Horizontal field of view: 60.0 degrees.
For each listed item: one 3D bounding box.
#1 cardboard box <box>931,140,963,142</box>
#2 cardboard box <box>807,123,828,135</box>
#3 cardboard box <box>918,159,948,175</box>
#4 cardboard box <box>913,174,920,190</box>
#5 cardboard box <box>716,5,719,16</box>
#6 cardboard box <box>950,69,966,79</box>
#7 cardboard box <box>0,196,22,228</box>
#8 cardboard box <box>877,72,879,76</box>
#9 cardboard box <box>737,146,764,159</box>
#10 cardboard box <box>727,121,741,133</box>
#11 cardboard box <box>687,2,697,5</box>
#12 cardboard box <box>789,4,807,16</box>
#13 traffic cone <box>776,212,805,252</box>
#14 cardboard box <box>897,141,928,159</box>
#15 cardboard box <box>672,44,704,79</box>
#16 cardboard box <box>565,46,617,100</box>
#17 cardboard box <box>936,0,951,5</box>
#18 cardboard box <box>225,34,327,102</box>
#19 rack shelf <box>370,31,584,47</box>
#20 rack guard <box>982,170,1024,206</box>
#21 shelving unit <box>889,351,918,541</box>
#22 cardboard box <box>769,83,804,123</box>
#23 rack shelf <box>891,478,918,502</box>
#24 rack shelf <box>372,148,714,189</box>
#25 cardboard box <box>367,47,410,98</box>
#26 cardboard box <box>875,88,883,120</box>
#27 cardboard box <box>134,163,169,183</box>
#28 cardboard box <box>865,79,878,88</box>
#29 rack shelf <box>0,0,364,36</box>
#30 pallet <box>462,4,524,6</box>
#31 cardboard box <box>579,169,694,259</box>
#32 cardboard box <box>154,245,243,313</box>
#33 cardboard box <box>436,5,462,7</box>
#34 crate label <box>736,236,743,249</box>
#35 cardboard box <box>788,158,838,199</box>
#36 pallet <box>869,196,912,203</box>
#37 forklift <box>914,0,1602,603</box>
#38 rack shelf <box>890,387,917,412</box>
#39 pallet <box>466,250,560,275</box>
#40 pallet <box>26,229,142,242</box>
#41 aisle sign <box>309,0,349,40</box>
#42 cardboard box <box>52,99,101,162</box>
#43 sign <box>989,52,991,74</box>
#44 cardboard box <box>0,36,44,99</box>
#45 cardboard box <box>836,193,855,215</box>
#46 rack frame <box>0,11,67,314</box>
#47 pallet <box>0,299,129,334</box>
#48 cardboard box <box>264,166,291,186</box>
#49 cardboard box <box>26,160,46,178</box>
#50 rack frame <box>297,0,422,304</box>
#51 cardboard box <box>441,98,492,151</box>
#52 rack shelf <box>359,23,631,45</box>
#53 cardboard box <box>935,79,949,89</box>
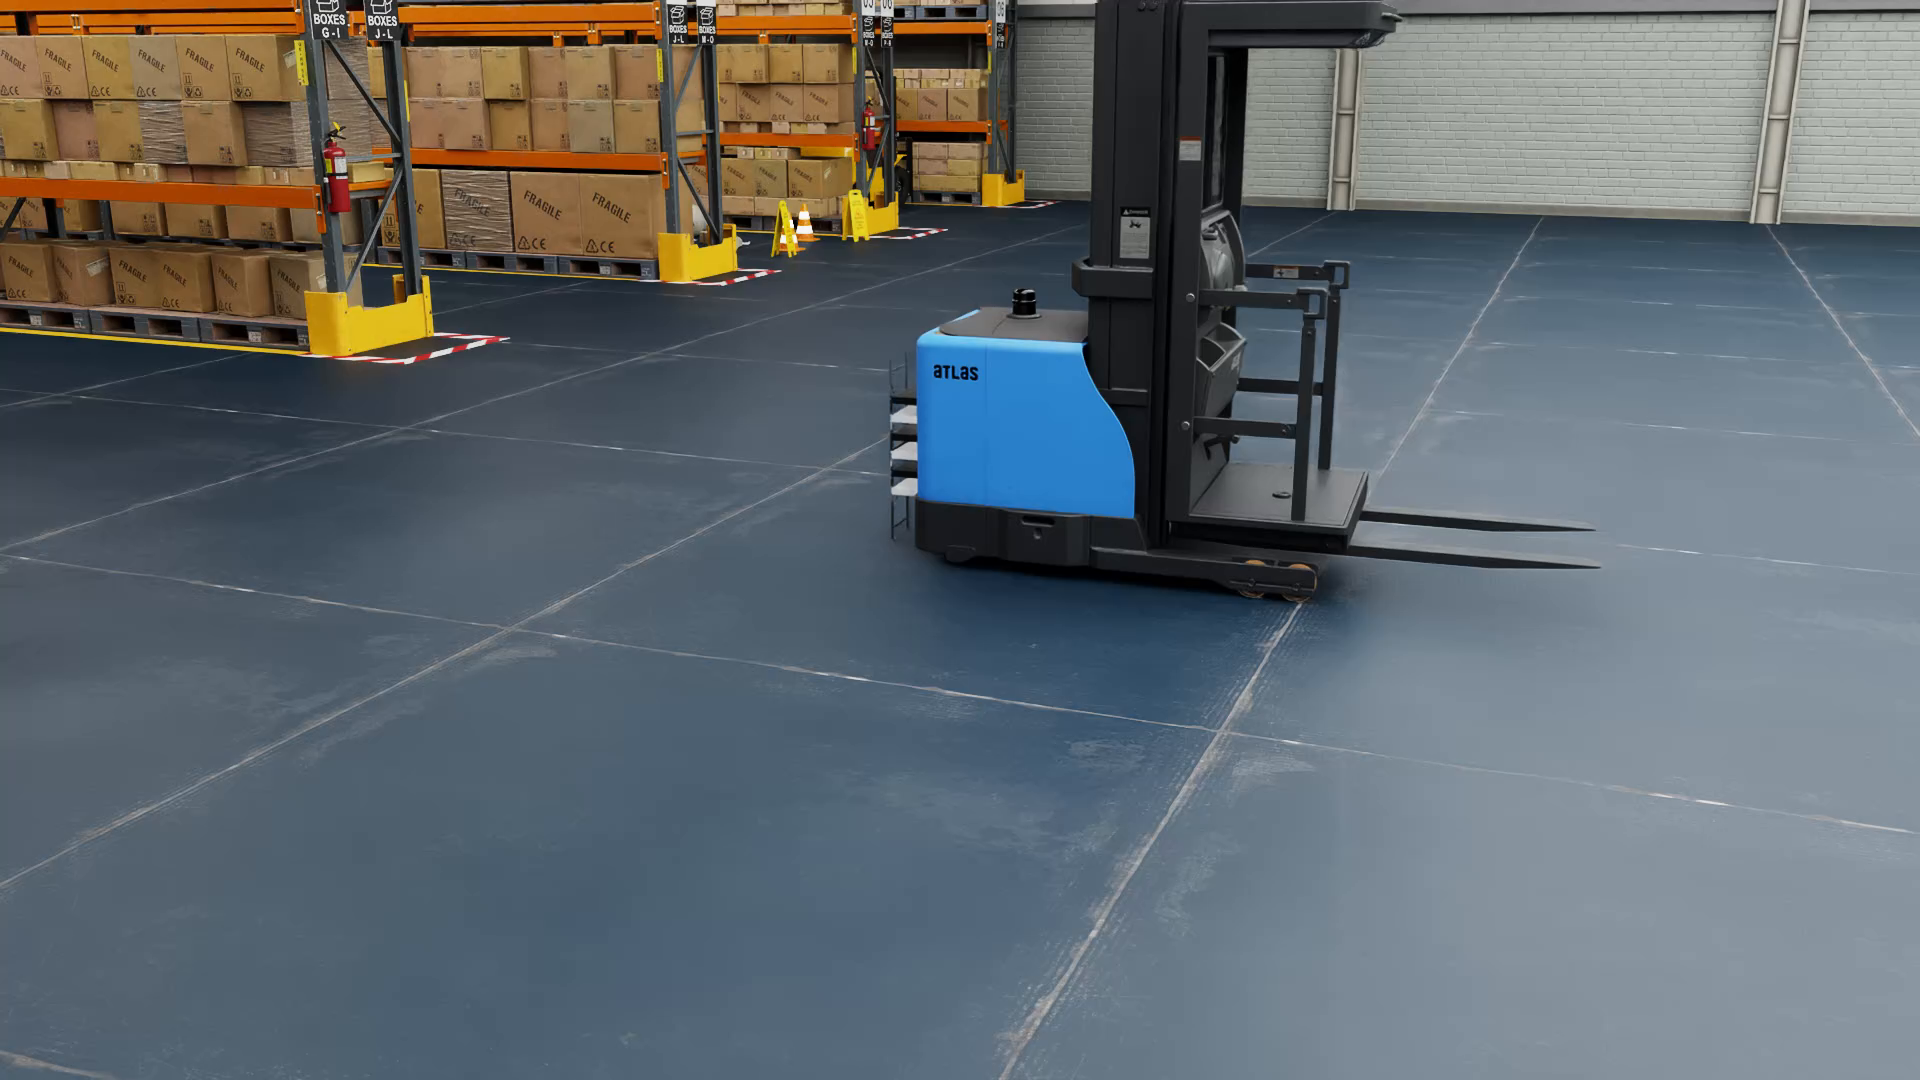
[{"bbox_3d":[-0.163,-6.420,27.293,0.500,0.250,0.500,6,17,21],"label":"cardboard box"},{"bbox_3d":[-1.839,-5.482,22.126,0.250,0.149,0.380,6,17,20],"label":"cardboard box"},{"bbox_3d":[-0.349,-6.054,26.930,0.500,0.250,0.500,6,17,20],"label":"cardboard box"},{"bbox_3d":[-0.793,-5.864,27.172,0.500,0.250,0.500,6,17,21],"label":"cardboard box"},{"bbox_3d":[-3.221,-7.098,22.312,0.250,0.149,0.380,6,17,21],"label":"cardboard box"},{"bbox_3d":[0.030,-7.412,26.447,0.250,0.149,0.380,6,17,21],"label":"cardboard box"},{"bbox_3d":[-11.989,-4.251,21.168,0.500,0.500,0.500,5,17,18],"label":"cardboard box"},{"bbox_3d":[-1.158,-7.550,26.923,0.250,0.149,0.380,7,17,21],"label":"cardboard box"},{"bbox_3d":[-2.821,-5.264,22.594,0.250,0.149,0.380,7,18,23],"label":"cardboard box"},{"bbox_3d":[-2.978,-5.646,22.692,0.250,0.149,0.380,6,17,21],"label":"cardboard box"},{"bbox_3d":[-3.604,-7.322,22.370,0.500,0.250,0.500,6,17,21],"label":"cardboard box"},{"bbox_3d":[-2.049,-6.959,21.835,0.250,0.149,0.380,7,18,22],"label":"cardboard box"},{"bbox_3d":[-2.101,-3.791,20.401,0.334,0.463,0.336,6,17,21],"label":"traffic cone"},{"bbox_3d":[-0.812,-6.337,27.009,0.500,0.250,0.500,7,17,21],"label":"cardboard box"},{"bbox_3d":[-3.604,-6.485,22.625,0.500,0.500,0.700,6,17,19],"label":"cardboard box"},{"bbox_3d":[-3.735,-4.999,17.808,0.550,0.550,0.875,6,17,21],"label":"cardboard box"},{"bbox_3d":[-0.201,-8.486,26.161,0.250,0.149,0.380,6,17,19],"label":"cardboard box"},{"bbox_3d":[-5.375,-3.715,13.085,0.500,0.500,0.500,6,17,21],"label":"cardboard box"},{"bbox_3d":[-8.621,-9.028,29.802,4.000,0.370,1.077,6,17,21],"label":"rack shelf"},{"bbox_3d":[0.703,-5.707,26.936,0.348,0.500,1.175,6,17,21],"label":"rack guard"},{"bbox_3d":[-0.201,-0.450,8.108,0.210,0.900,0.258,5,17,17],"label":"shelving unit"},{"bbox_3d":[-2.207,-5.850,22.230,0.500,0.500,0.500,6,17,21],"label":"cardboard box"},{"bbox_3d":[-0.201,-0.245,8.167,0.200,0.077,0.258,5,17,17],"label":"rack shelf"},{"bbox_3d":[-4.719,-4.187,18.507,4.000,0.370,1.077,6,17,21],"label":"rack shelf"},{"bbox_3d":[-6.249,-5.281,18.780,0.550,0.550,0.875,6,17,21],"label":"cardboard box"},{"bbox_3d":[-1.301,-7.097,27.059,0.500,0.500,0.500,6,17,21],"label":"cardboard box"},{"bbox_3d":[-6.548,-3.033,13.693,0.250,0.149,0.380,6,17,21],"label":"cardboard box"},{"bbox_3d":[-1.409,-7.415,26.991,0.250,0.149,0.380,6,17,19],"label":"cardboard box"},{"bbox_3d":[-6.633,-4.352,13.694,4.000,0.370,1.077,6,17,21],"label":"rack shelf"},{"bbox_3d":[-6.359,-7.578,23.853,1.003,0.211,1.213,6,17,21],"label":"pallet"},{"bbox_3d":[-3.514,-3.562,18.120,0.875,0.875,0.875,6,17,21],"label":"cardboard box"},{"bbox_3d":[-6.492,-2.243,14.249,0.500,0.500,0.500,8,18,26],"label":"cardboard box"},{"bbox_3d":[-7.149,-7.782,24.035,0.637,0.503,0.797,6,17,21],"label":"cardboard box"},{"bbox_3d":[-2.855,-3.699,20.669,0.298,0.136,0.250,-2,16,-8],"label":"crate label"},{"bbox_3d":[-1.978,-4.878,22.430,0.500,0.500,0.500,6,17,21],"label":"cardboard box"},{"bbox_3d":[-1.177,-5.764,27.648,1.213,0.211,1.003,6,17,21],"label":"pallet"},{"bbox_3d":[1.362,-1.301,7.398,3.031,2.935,1.130,5,17,17],"label":"forklift"},{"bbox_3d":[-0.201,-0.677,8.042,0.200,0.077,0.258,5,17,17],"label":"rack shelf"},{"bbox_3d":[-4.762,-3.176,18.734,1.213,0.211,1.003,6,17,21],"label":"pallet"},{"bbox_3d":[-11.027,-3.888,21.187,1.213,0.211,1.003,6,17,21],"label":"pallet"},{"bbox_3d":[-4.825,-4.216,12.655,0.004,0.787,0.394,6,17,21],"label":"aisle sign"},{"bbox_3d":[-7.144,-3.505,14.153,0.500,0.500,0.875,6,17,21],"label":"cardboard box"},{"bbox_3d":[0.469,-7.441,25.922,0.005,0.325,0.100,6,17,21],"label":"sign"},{"bbox_3d":[-7.703,-3.970,13.961,0.500,0.500,0.500,6,17,21],"label":"cardboard box"},{"bbox_3d":[-1.786,-4.658,23.016,0.500,0.250,0.500,6,17,20],"label":"cardboard box"},{"bbox_3d":[-8.494,-3.461,14.716,0.127,3.000,1.000,6,17,21],"label":"rack frame"},{"bbox_3d":[-7.856,-2.063,14.900,1.213,0.211,1.003,6,17,21],"label":"pallet"},{"bbox_3d":[-5.346,-2.933,13.347,0.250,0.149,0.380,6,17,21],"label":"cardboard box"},{"bbox_3d":[-7.698,-3.170,14.164,0.250,0.149,0.380,6,17,21],"label":"cardboard box"},{"bbox_3d":[-4.773,-3.052,13.307,0.127,3.000,1.000,6,17,21],"label":"rack frame"},{"bbox_3d":[-5.253,-4.639,18.503,0.550,0.550,0.875,6,17,21],"label":"cardboard box"},{"bbox_3d":[-6.718,-7.331,23.956,4.000,0.370,1.077,6,17,21],"label":"rack shelf"},{"bbox_3d":[-0.212,-7.293,26.573,0.250,0.149,0.380,7,17,22],"label":"cardboard box"}]
